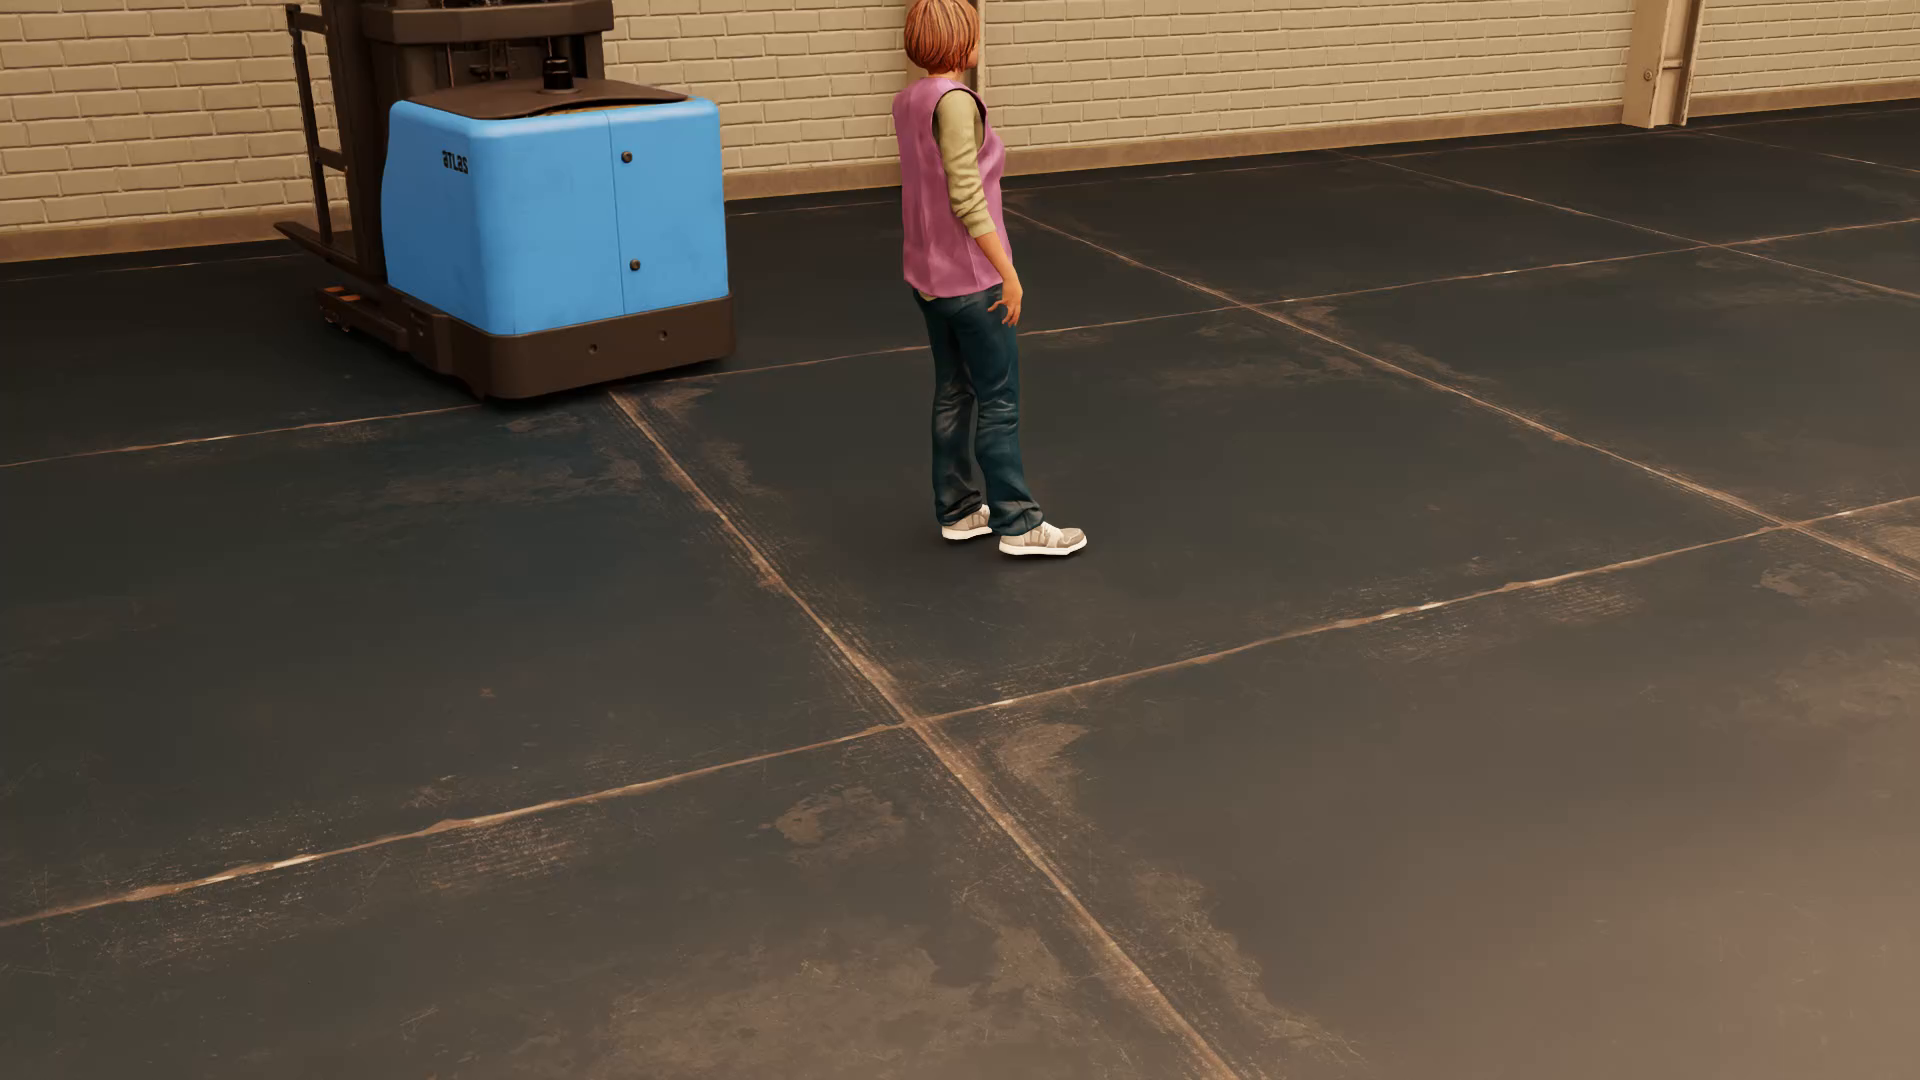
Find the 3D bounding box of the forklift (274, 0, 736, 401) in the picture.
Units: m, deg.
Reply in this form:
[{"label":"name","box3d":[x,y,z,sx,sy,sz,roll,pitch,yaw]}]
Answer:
[{"label":"forklift","box3d":[-2.232,-2.371,6.993,1.130,2.935,3.031,-17,28,-36]}]

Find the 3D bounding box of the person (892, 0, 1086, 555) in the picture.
[{"label":"person","box3d":[0.074,-0.752,4.815,0.473,1.599,0.520,-10,25,-23]}]
